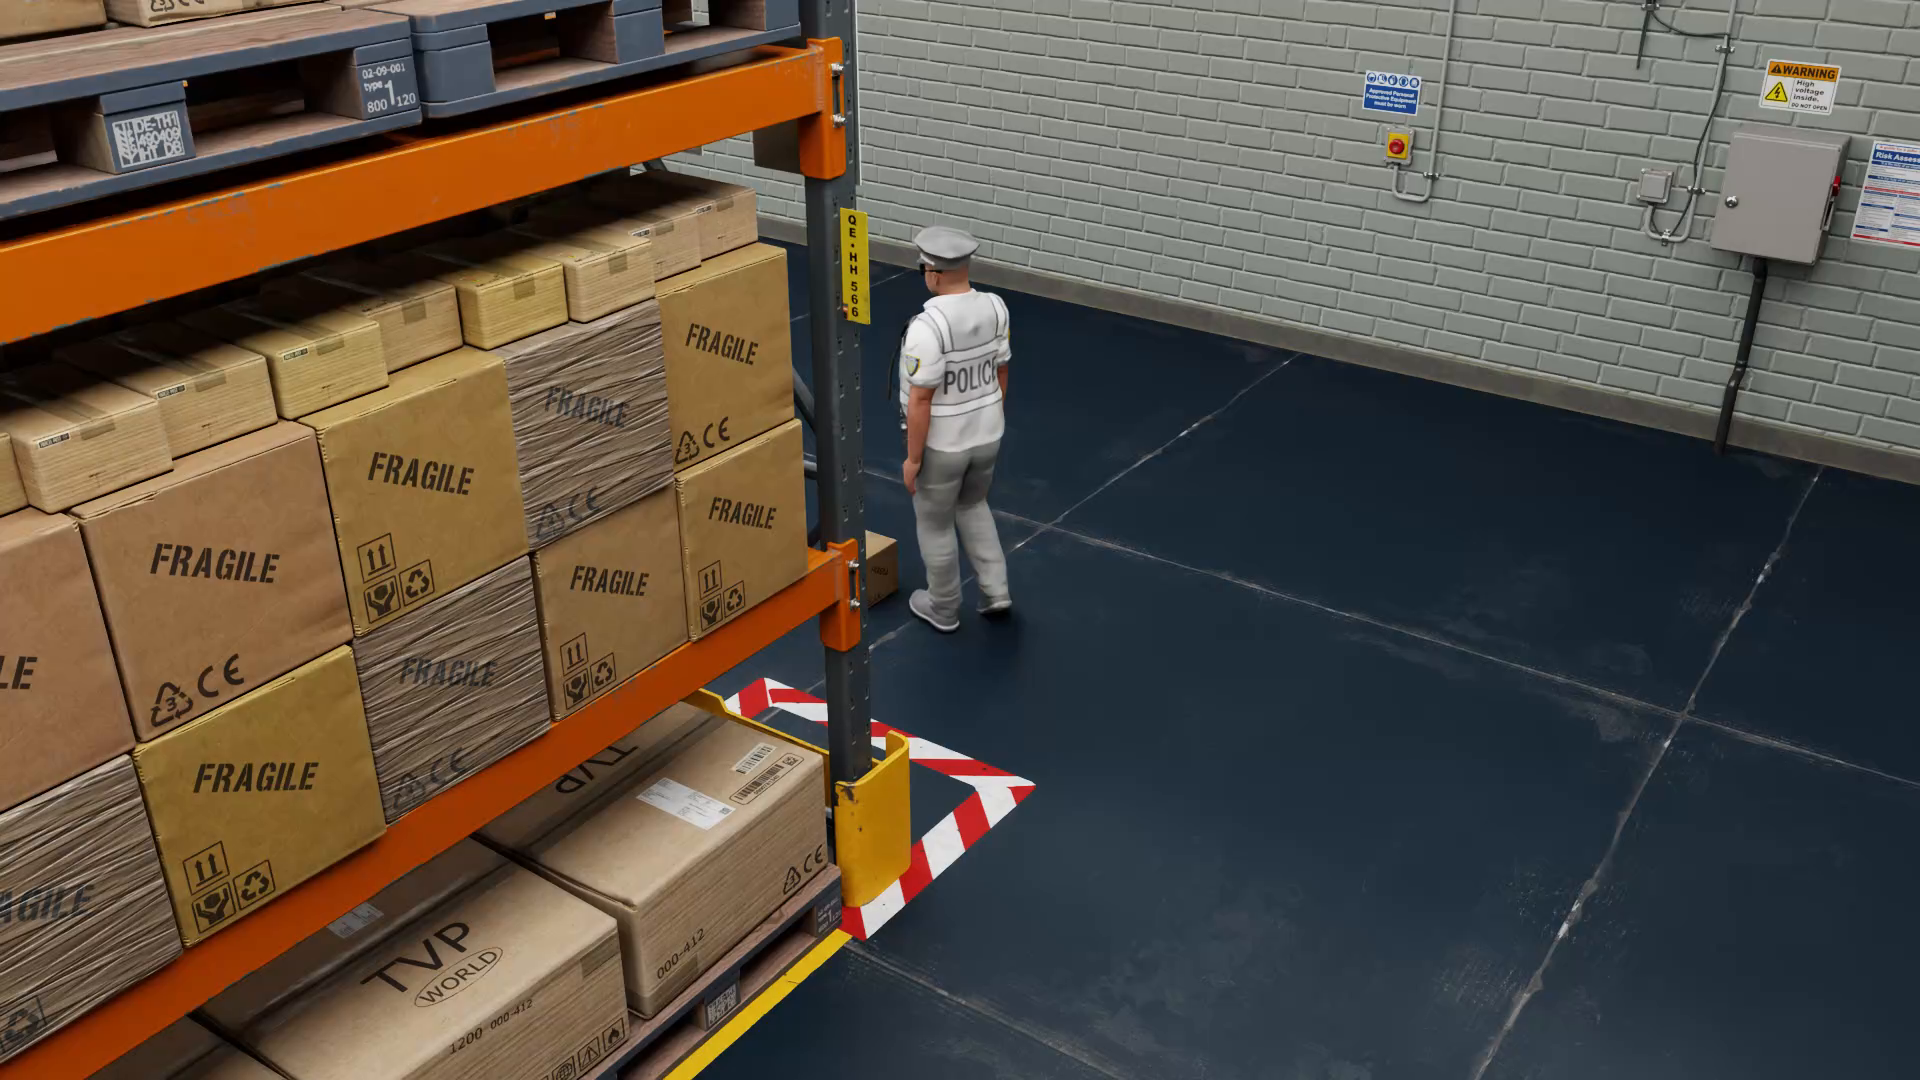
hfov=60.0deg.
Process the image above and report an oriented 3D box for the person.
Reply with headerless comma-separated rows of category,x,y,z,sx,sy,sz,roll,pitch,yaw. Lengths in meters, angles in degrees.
person,-0.047,-0.410,6.953,0.567,1.809,0.444,-22,34,-36
